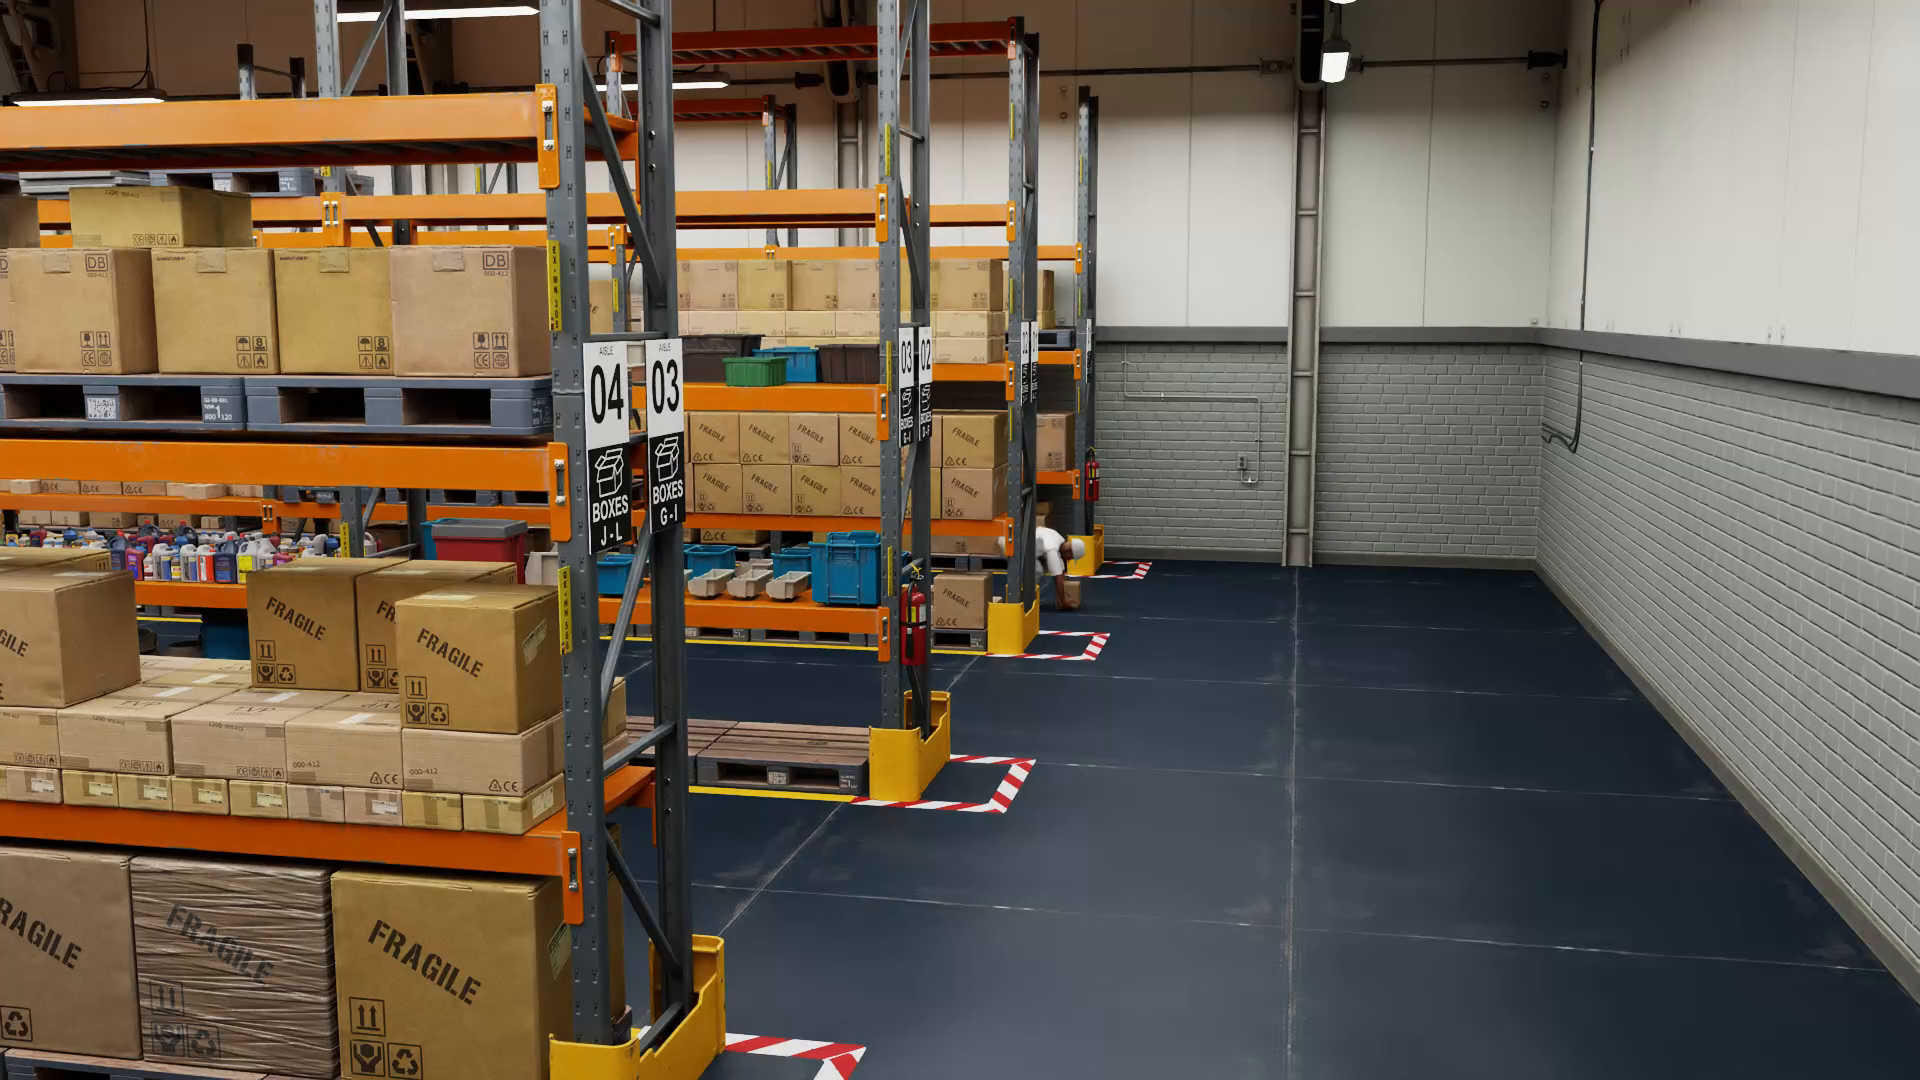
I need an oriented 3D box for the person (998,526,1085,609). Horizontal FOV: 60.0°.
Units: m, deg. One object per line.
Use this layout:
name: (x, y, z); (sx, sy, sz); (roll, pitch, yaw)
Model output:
person: (0.913, 0.288, 18.594); (0.973, 0.952, 0.502); (1, 8, 8)
